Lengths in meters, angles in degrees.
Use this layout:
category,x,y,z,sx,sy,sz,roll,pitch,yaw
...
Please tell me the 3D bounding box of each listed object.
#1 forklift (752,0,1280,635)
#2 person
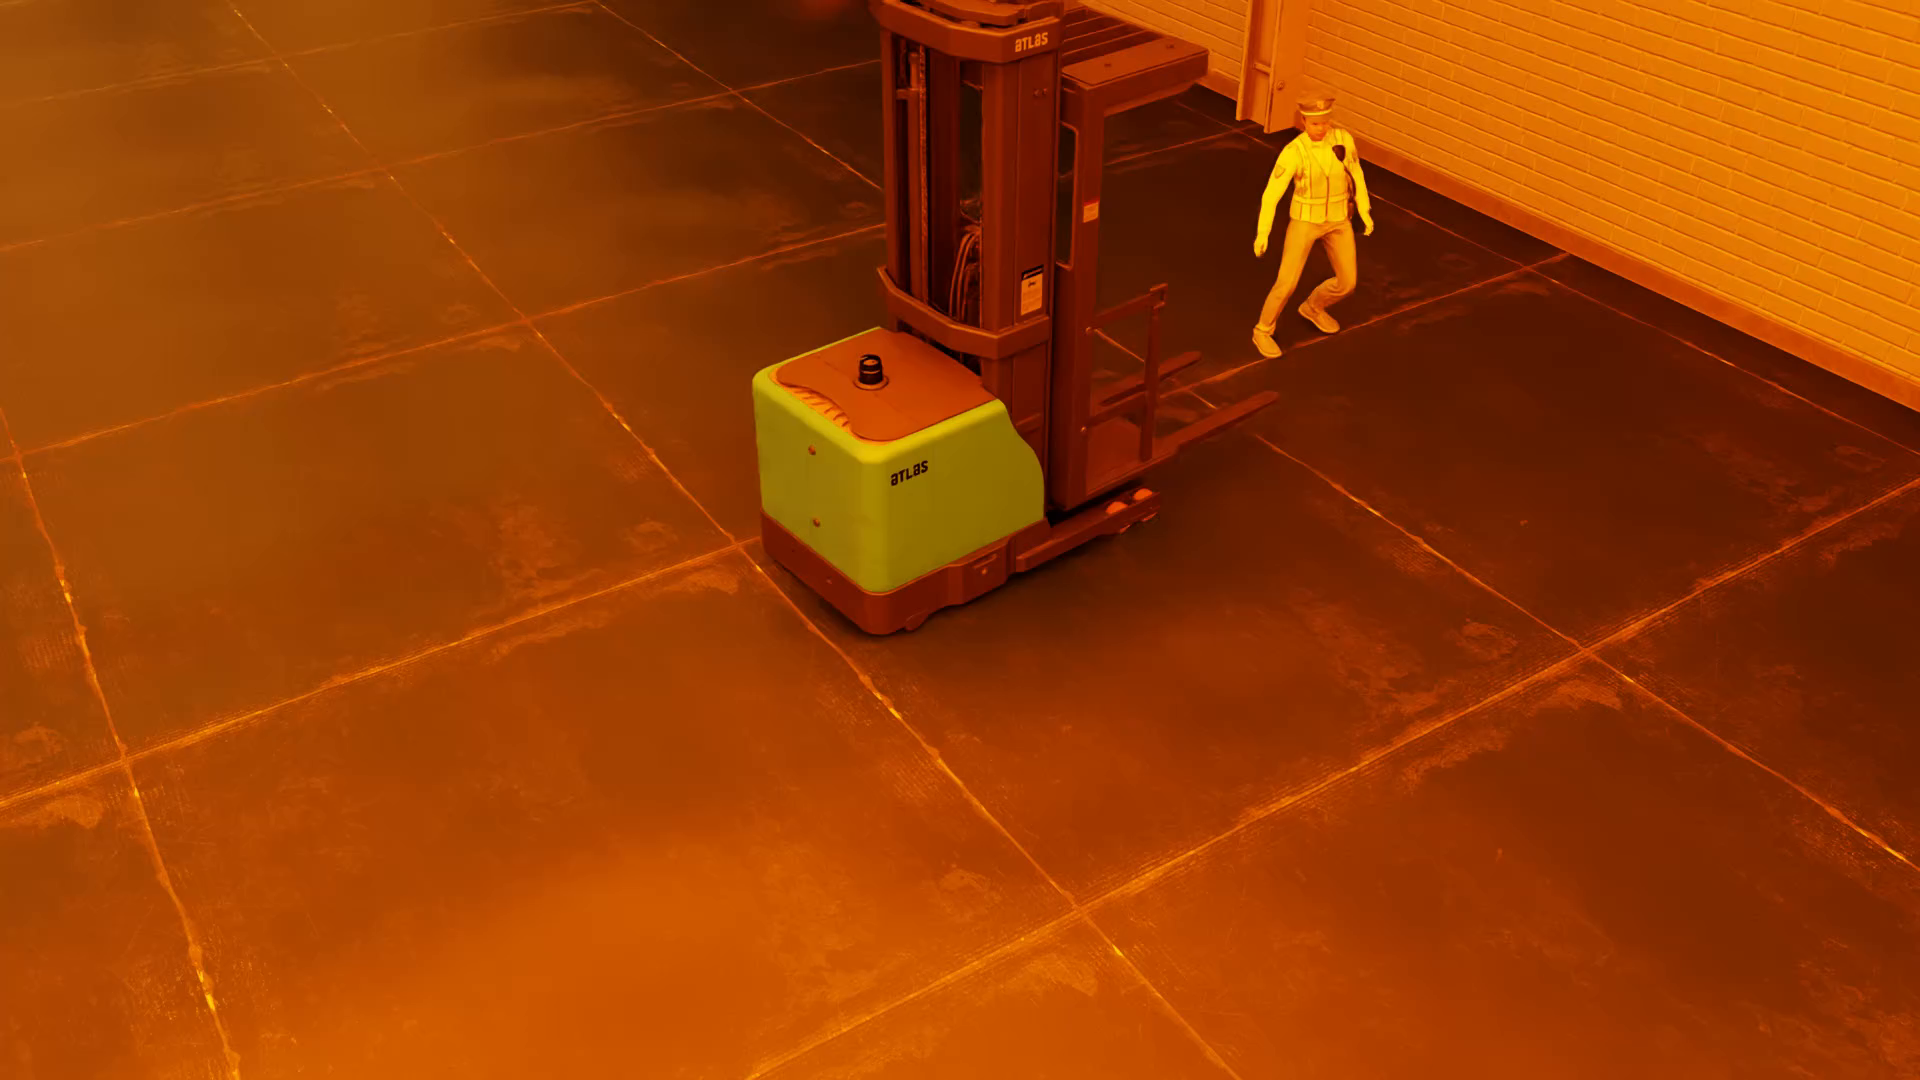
category,x,y,z,sx,sy,sz,roll,pitch,yaw
forklift,0.446,-1.445,8.204,3.031,2.935,1.130,-25,42,-31
person,2.111,-1.906,10.040,0.743,1.571,0.470,-5,35,-8
